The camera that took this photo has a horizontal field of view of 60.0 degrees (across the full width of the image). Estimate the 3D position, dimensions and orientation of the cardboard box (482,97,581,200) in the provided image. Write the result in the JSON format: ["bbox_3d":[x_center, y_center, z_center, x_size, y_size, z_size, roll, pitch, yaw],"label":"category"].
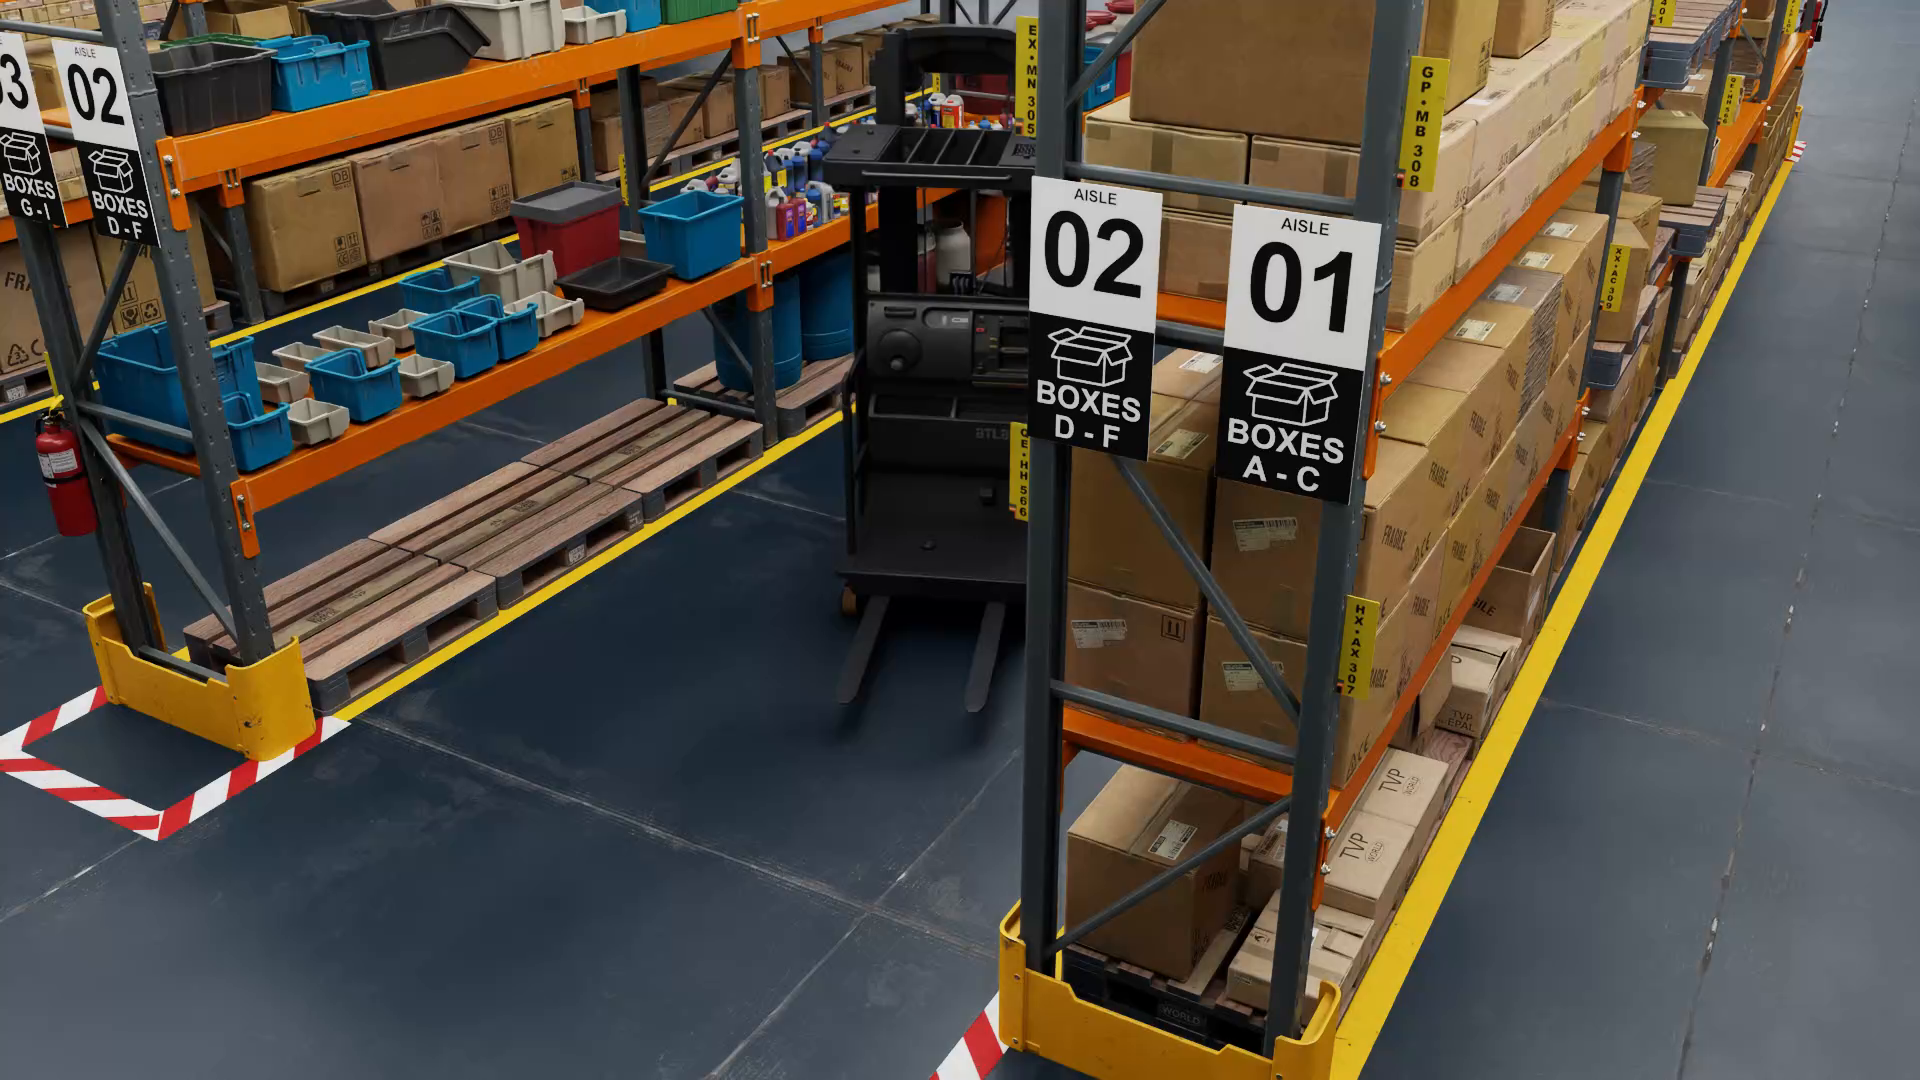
[{"bbox_3d":[-4.371,-3.693,15.681,1.225,0.875,0.875,13,29,24],"label":"cardboard box"}]

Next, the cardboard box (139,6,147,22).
[{"bbox_3d":[-8.501,-5.340,16.878,0.380,0.149,0.250,14,30,25],"label":"cardboard box"}]

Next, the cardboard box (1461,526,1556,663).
[{"bbox_3d":[2.608,0.228,8.245,0.500,0.500,0.500,14,30,26],"label":"cardboard box"}]

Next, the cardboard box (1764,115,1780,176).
[{"bbox_3d":[7.317,-3.698,15.550,0.500,0.500,0.500,14,30,26],"label":"cardboard box"}]

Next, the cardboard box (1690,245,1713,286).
[{"bbox_3d":[5.373,-2.092,12.554,0.500,0.311,0.500,13,30,25],"label":"cardboard box"}]

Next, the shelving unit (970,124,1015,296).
[{"bbox_3d":[0.364,-1.446,10.293,0.431,2.100,0.503,15,30,27],"label":"shelving unit"}]

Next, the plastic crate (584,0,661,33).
[{"bbox_3d":[-1.839,-2.911,9.051,0.416,0.233,0.300,14,30,26],"label":"plastic crate"}]

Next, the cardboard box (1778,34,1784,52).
[{"bbox_3d":[7.800,-5.122,16.520,0.700,0.500,0.500,14,30,26],"label":"cardboard box"}]

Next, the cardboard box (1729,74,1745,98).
[{"bbox_3d":[6.373,-3.827,14.212,0.500,0.250,0.500,16,31,29],"label":"cardboard box"}]

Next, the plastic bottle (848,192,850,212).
[{"bbox_3d":[-0.753,-2.335,11.286,0.097,0.201,0.097,0,27,0],"label":"plastic bottle"}]

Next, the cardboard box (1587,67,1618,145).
[{"bbox_3d":[2.378,-1.811,6.834,0.500,0.250,0.500,14,30,26],"label":"cardboard box"}]

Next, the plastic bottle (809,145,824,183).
[{"bbox_3d":[-1.031,-2.699,11.934,0.097,0.271,0.097,0,27,0],"label":"plastic bottle"}]

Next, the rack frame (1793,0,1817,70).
[{"bbox_3d":[8.545,-5.654,17.695,1.000,3.000,0.127,14,30,26],"label":"rack frame"}]

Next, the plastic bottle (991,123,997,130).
[{"bbox_3d":[0.237,-3.120,12.853,0.097,0.201,0.097,0,27,0],"label":"plastic bottle"}]

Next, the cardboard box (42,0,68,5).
[{"bbox_3d":[-8.891,-5.296,16.126,0.380,0.149,0.250,15,30,28],"label":"cardboard box"}]

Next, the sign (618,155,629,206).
[{"bbox_3d":[-2.147,-2.316,10.716,0.100,0.325,0.005,14,30,26],"label":"sign"}]

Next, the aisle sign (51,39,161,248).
[{"bbox_3d":[-3.414,-1.580,6.652,0.394,0.787,0.004,14,30,26],"label":"aisle sign"}]

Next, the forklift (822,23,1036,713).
[{"bbox_3d":[-0.050,-1.008,8.490,1.130,2.935,3.031,3,27,7],"label":"forklift"}]

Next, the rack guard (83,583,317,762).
[{"bbox_3d":[-3.638,0.619,7.955,1.175,0.500,0.348,14,30,26],"label":"rack guard"}]

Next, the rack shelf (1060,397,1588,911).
[{"bbox_3d":[1.657,0.123,6.956,1.077,0.370,4.000,14,30,26],"label":"rack shelf"}]

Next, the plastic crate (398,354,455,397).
[{"bbox_3d":[-2.665,-0.815,8.255,0.250,0.136,0.298,14,30,26],"label":"plastic crate"}]

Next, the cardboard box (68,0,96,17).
[{"bbox_3d":[-8.762,-5.264,16.393,0.380,0.149,0.250,15,30,27],"label":"cardboard box"}]

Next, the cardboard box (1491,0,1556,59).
[{"bbox_3d":[1.712,-2.025,5.864,0.700,0.500,0.500,14,30,26],"label":"cardboard box"}]

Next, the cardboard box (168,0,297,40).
[{"bbox_3d":[-5.675,-3.905,12.967,0.797,0.503,0.637,13,30,25],"label":"cardboard box"}]

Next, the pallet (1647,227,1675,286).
[{"bbox_3d":[3.656,-1.692,9.993,1.003,0.211,1.213,14,30,26],"label":"pallet"}]

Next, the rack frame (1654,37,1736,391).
[{"bbox_3d":[4.609,-2.537,11.467,1.000,3.000,0.127,14,30,26],"label":"rack frame"}]

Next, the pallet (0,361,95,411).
[{"bbox_3d":[-7.023,-1.157,11.826,1.003,0.211,1.213,14,30,26],"label":"pallet"}]

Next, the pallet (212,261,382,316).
[{"bbox_3d":[-5.668,-2.231,13.971,1.003,0.211,1.213,14,30,26],"label":"pallet"}]

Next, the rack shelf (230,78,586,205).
[{"bbox_3d":[-4.998,-3.618,14.431,1.077,0.370,4.000,14,30,26],"label":"rack shelf"}]

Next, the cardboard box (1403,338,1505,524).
[{"bbox_3d":[1.622,-0.425,6.019,0.500,0.500,0.500,15,30,27],"label":"cardboard box"}]

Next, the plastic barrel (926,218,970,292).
[{"bbox_3d":[-0.127,-2.270,13.244,0.421,0.512,0.421,0,27,0],"label":"plastic barrel"}]

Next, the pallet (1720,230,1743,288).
[{"bbox_3d":[6.248,-2.553,14.614,1.003,0.211,1.213,14,30,26],"label":"pallet"}]

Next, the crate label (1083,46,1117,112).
[{"bbox_3d":[1.023,-3.972,14.295,0.502,0.435,0.616,14,30,26],"label":"crate label"}]

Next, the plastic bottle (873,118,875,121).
[{"bbox_3d":[-0.643,-3.167,12.856,0.061,0.283,0.133,14,30,26],"label":"plastic bottle"}]

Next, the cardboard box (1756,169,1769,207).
[{"bbox_3d":[7.319,-3.362,15.717,0.500,0.250,0.500,14,30,26],"label":"cardboard box"}]

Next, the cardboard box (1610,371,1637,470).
[{"bbox_3d":[3.846,-0.792,10.282,0.500,0.500,0.500,13,29,24],"label":"cardboard box"}]

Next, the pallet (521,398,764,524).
[{"bbox_3d":[-1.997,-0.528,10.569,1.003,0.211,1.213,14,30,26],"label":"pallet"}]

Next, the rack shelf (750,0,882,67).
[{"bbox_3d":[-0.686,-3.869,11.581,1.077,0.370,4.000,14,30,26],"label":"rack shelf"}]

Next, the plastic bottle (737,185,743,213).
[{"bbox_3d":[-1.459,-2.328,11.272,0.097,0.201,0.097,0,27,0],"label":"plastic bottle"}]

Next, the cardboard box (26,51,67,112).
[{"bbox_3d":[-6.225,-3.130,11.648,0.500,0.500,0.500,15,30,27],"label":"cardboard box"}]

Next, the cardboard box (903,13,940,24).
[{"bbox_3d":[-0.400,-6.668,22.042,0.500,0.500,0.500,21,33,35],"label":"cardboard box"}]

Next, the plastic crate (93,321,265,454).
[{"bbox_3d":[-3.635,-0.725,7.742,0.616,0.435,0.499,14,30,26],"label":"plastic crate"}]

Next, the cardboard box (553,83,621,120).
[{"bbox_3d":[-3.710,-4.402,16.655,0.500,0.250,0.500,16,31,28],"label":"cardboard box"}]

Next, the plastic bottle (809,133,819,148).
[{"bbox_3d":[-1.075,-2.825,12.172,0.061,0.283,0.133,14,30,26],"label":"plastic bottle"}]

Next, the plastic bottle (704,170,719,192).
[{"bbox_3d":[-1.683,-2.343,11.210,0.061,0.283,0.133,14,30,26],"label":"plastic bottle"}]

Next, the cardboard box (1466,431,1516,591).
[{"bbox_3d":[1.867,-0.170,6.627,0.500,0.500,0.500,15,30,27],"label":"cardboard box"}]

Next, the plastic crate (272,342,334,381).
[{"bbox_3d":[-3.238,-0.888,8.400,0.396,0.136,0.243,14,30,26],"label":"plastic crate"}]

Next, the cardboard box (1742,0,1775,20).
[{"bbox_3d":[6.790,-4.895,14.616,0.700,0.500,0.500,14,30,26],"label":"cardboard box"}]

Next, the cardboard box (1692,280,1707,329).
[{"bbox_3d":[5.369,-1.830,12.658,0.500,0.250,0.500,13,30,25],"label":"cardboard box"}]

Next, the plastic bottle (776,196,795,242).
[{"bbox_3d":[-1.118,-2.067,10.658,0.061,0.283,0.133,14,30,26],"label":"plastic bottle"}]

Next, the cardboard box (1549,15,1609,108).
[{"bbox_3d":[2.142,-1.838,6.329,0.500,0.250,0.500,14,30,26],"label":"cardboard box"}]

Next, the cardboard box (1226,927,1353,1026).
[{"bbox_3d":[1.179,1.572,5.953,0.380,0.149,0.250,14,30,26],"label":"cardboard box"}]
